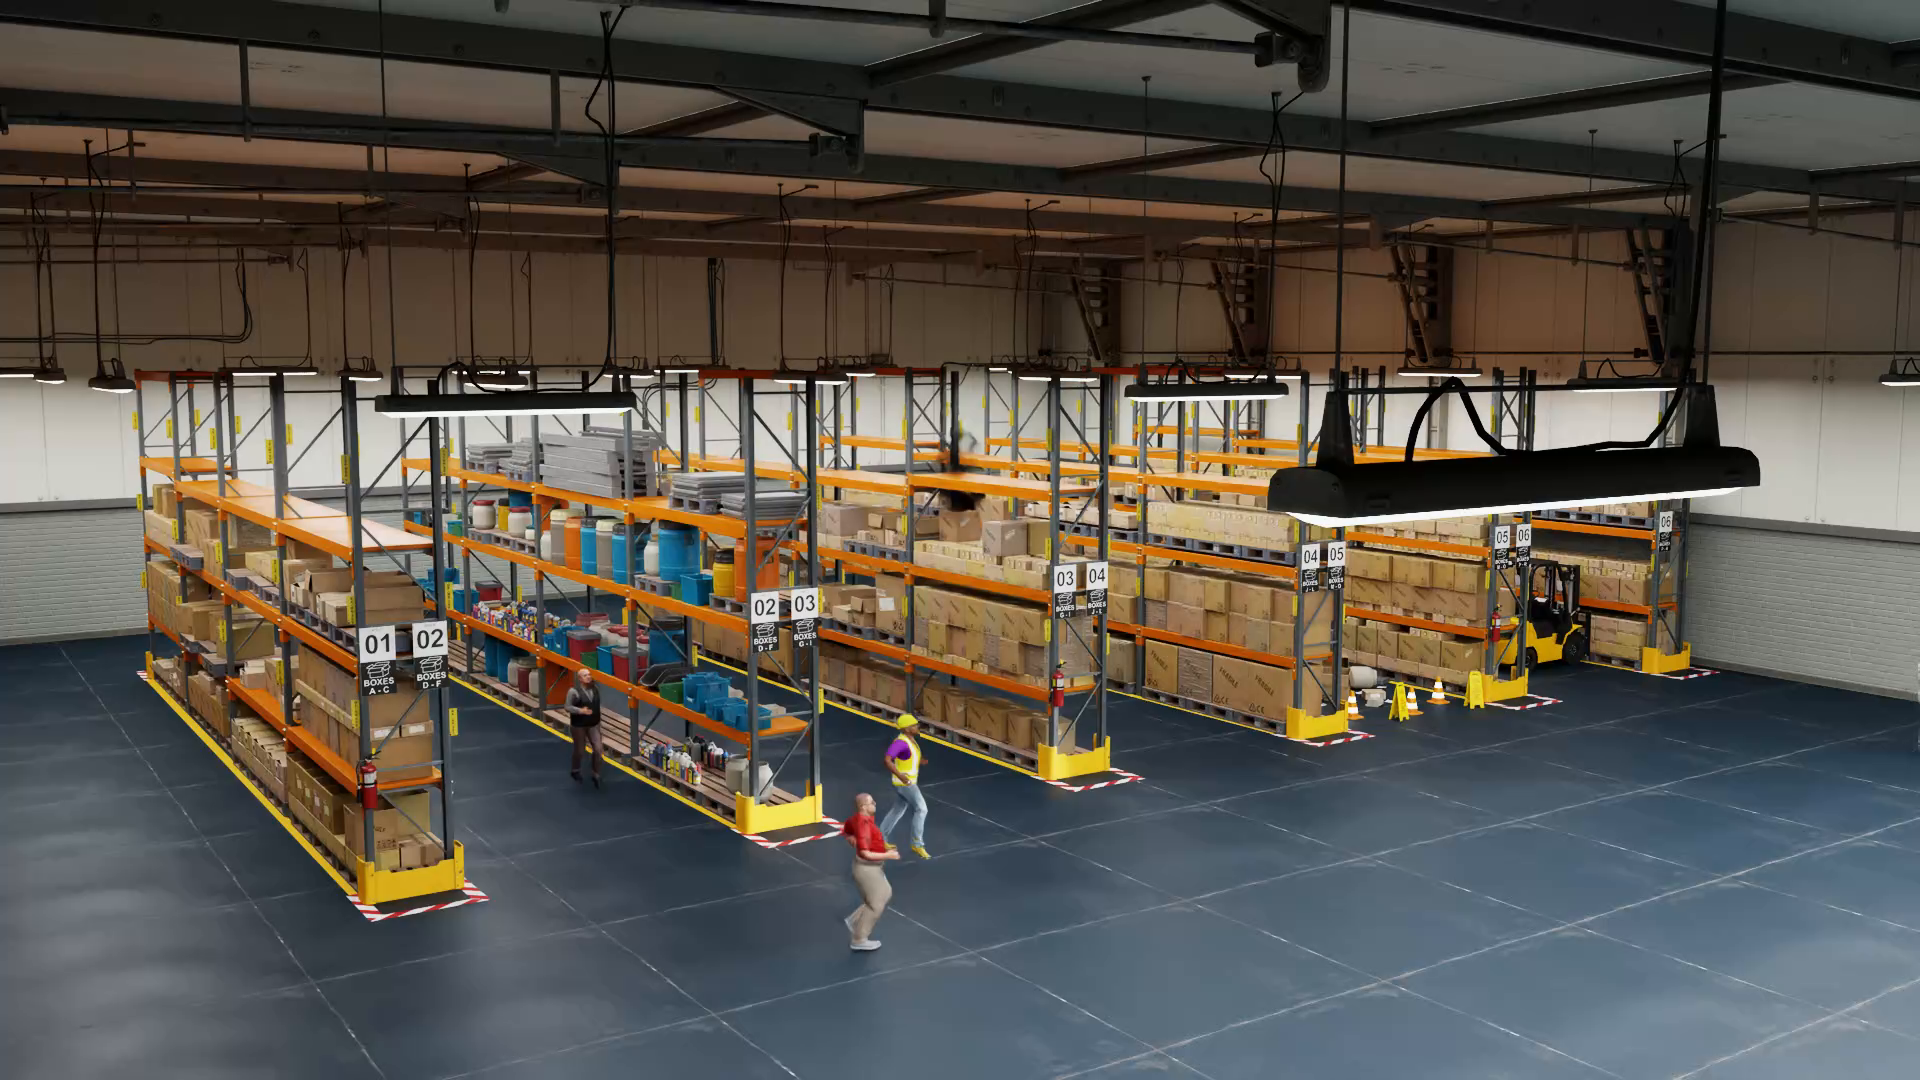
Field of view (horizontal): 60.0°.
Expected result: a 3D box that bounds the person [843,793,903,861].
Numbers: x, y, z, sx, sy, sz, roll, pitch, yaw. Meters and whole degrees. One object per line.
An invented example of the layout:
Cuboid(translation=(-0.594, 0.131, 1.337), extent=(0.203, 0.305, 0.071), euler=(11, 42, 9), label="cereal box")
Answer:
Cuboid(translation=(-0.915, 3.083, 17.597), extent=(0.584, 0.833, 0.652), euler=(-1, 7, -10), label="person")

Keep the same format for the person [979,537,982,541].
Cuboid(translation=(0.447, 0.601, 44.867), extent=(0.503, 1.348, 0.640), euler=(0, 6, 0), label="person")

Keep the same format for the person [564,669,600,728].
Cuboid(translation=(-5.449, 2.305, 24.182), extent=(0.638, 0.863, 0.656), euler=(-5, 8, -36), label="person")

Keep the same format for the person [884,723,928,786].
Cuboid(translation=(-0.675, 2.652, 20.928), extent=(0.555, 0.868, 0.715), euler=(0, 6, -1), label="person")
